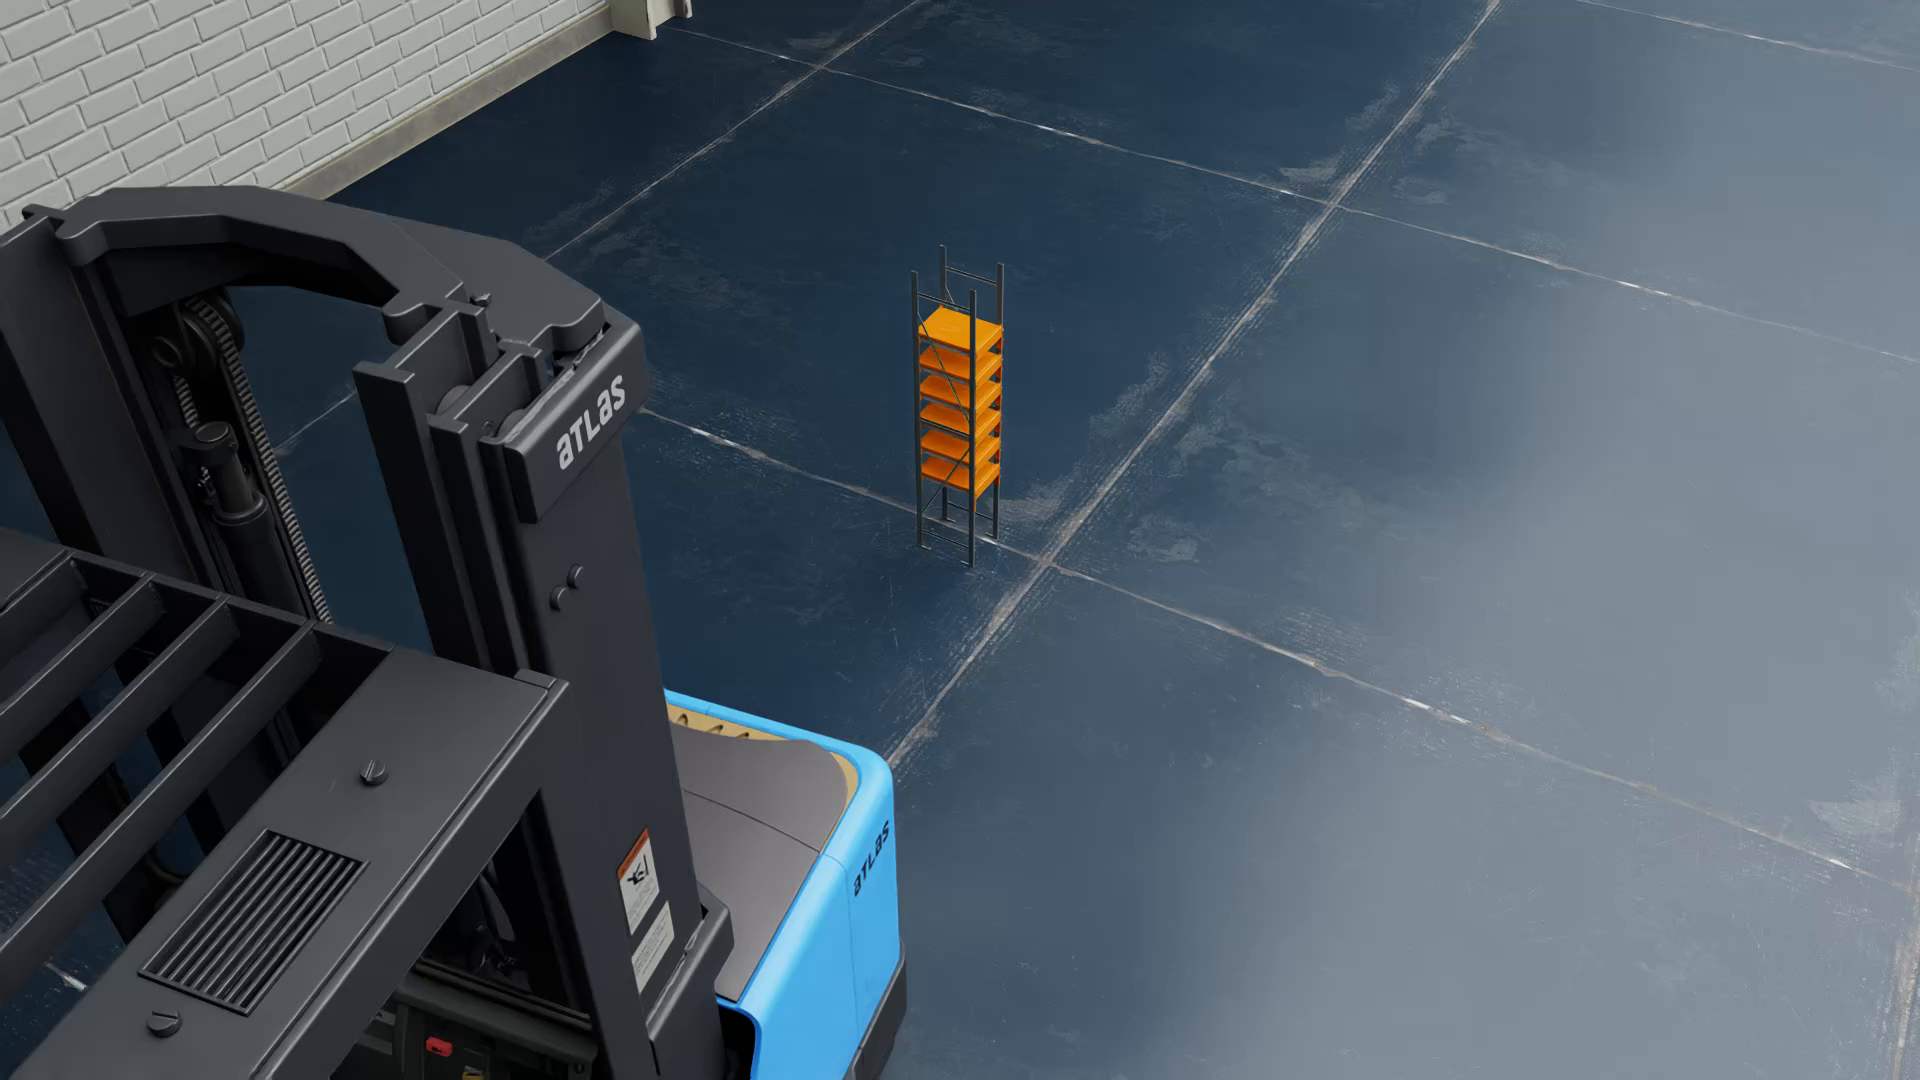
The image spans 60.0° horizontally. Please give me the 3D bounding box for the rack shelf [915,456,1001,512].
[{"bbox_3d":[-0.007,-0.229,6.032,0.258,0.103,0.180,21,45,22],"label":"rack shelf"}]

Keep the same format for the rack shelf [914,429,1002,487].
[{"bbox_3d":[-0.007,-0.319,5.953,0.258,0.103,0.180,21,45,22],"label":"rack shelf"}]

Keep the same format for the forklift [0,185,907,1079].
[{"bbox_3d":[-1.146,1.025,2.868,1.130,2.935,3.031,14,43,15],"label":"forklift"}]

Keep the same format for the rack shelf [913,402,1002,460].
[{"bbox_3d":[-0.007,-0.409,5.873,0.258,0.103,0.180,21,45,22],"label":"rack shelf"}]

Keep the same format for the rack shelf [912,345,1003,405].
[{"bbox_3d":[-0.007,-0.589,5.715,0.258,0.103,0.180,21,45,22],"label":"rack shelf"}]

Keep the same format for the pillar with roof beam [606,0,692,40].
[{"bbox_3d":[1.931,-4.969,5.083,9.100,9.000,0.400,21,45,22],"label":"pillar with roof beam"}]

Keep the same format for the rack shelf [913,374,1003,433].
[{"bbox_3d":[-0.007,-0.499,5.794,0.258,0.103,0.180,21,45,22],"label":"rack shelf"}]

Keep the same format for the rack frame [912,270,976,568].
[{"bbox_3d":[-0.053,-0.390,5.785,0.240,1.200,0.006,21,45,22],"label":"rack frame"}]

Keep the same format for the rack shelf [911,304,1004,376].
[{"bbox_3d":[-0.007,-0.679,5.636,0.258,0.103,0.180,21,45,22],"label":"rack shelf"}]

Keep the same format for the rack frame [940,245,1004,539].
[{"bbox_3d":[0.039,-0.494,5.904,0.240,1.200,0.006,21,45,22],"label":"rack frame"}]

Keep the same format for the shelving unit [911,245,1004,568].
[{"bbox_3d":[-0.007,-0.442,5.844,0.258,1.200,0.189,21,45,22],"label":"shelving unit"}]
